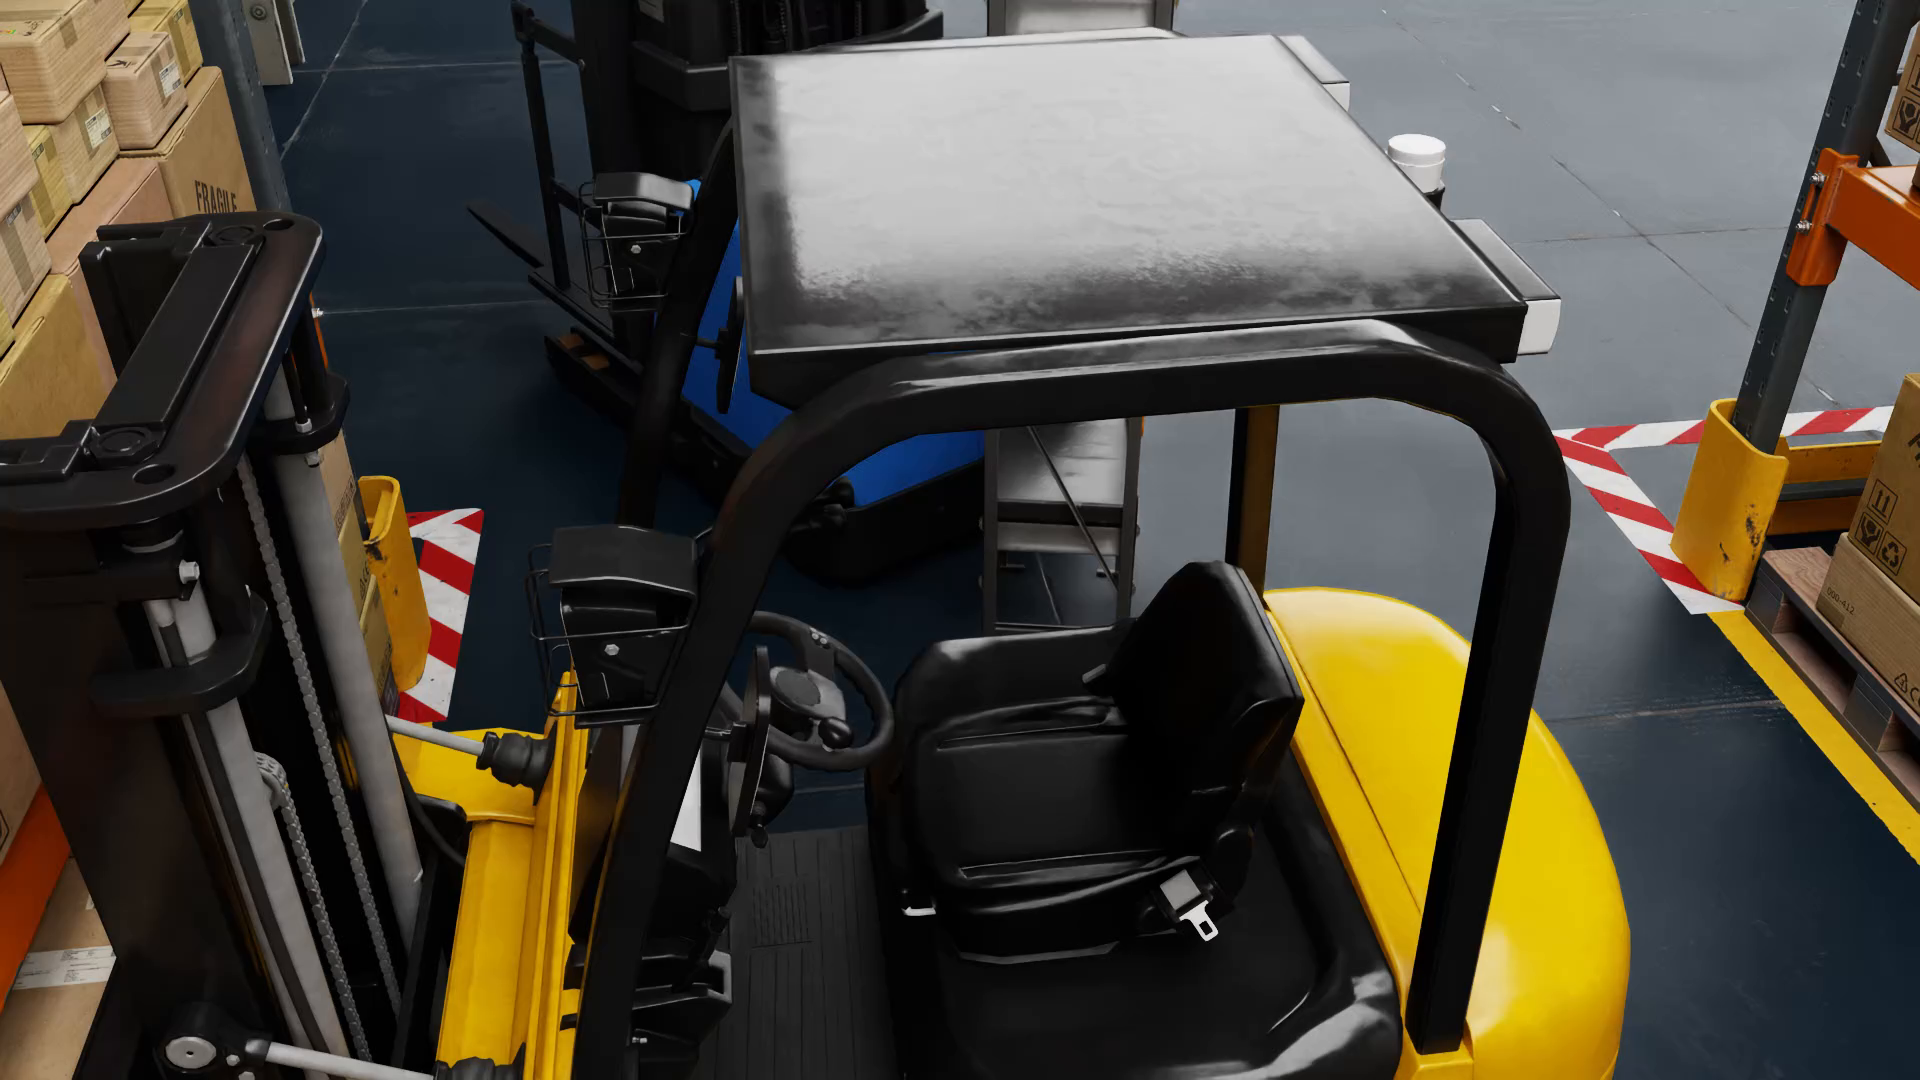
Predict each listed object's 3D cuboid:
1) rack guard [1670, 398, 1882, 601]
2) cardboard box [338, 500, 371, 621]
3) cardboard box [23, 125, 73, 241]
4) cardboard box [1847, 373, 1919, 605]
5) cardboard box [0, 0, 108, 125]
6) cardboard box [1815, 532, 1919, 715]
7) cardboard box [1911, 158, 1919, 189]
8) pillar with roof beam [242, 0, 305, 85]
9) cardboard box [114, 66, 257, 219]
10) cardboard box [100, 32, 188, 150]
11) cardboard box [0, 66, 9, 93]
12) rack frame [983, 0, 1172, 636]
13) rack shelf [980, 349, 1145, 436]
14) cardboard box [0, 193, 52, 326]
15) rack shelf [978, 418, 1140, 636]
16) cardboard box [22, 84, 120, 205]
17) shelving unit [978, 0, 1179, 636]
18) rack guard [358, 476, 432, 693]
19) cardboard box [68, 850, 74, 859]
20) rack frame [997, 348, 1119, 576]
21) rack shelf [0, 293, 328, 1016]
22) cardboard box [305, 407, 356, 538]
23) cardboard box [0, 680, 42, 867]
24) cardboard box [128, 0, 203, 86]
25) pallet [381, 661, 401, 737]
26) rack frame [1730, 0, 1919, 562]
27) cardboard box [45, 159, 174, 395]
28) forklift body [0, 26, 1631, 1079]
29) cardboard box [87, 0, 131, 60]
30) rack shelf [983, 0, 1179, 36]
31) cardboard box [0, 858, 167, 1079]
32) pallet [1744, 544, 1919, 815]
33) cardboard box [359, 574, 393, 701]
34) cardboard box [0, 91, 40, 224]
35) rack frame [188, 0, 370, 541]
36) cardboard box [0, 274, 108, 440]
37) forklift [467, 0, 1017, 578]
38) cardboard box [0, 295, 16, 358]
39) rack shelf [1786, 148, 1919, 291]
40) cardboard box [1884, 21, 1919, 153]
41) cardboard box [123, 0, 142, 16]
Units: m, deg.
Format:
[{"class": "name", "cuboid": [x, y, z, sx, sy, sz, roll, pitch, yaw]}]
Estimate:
[{"class": "rack guard", "cuboid": [2.822, -0.159, 5.039, 1.175, 0.500, 0.348, -4, 35, -6]}, {"class": "cardboard box", "cuboid": [-1.731, 0.148, 3.994, 0.500, 0.250, 0.500, -5, 35, -7]}, {"class": "cardboard box", "cuboid": [-1.722, -0.564, 2.749, 0.380, 0.149, 0.250, -5, 35, -7]}, {"class": "cardboard box", "cuboid": [2.650, -0.097, 4.131, 0.500, 0.500, 0.500, -5, 35, -8]}, {"class": "cardboard box", "cuboid": [-1.723, -0.825, 2.868, 0.380, 0.149, 0.250, -4, 34, -5]}, {"class": "cardboard box", "cuboid": [2.646, 0.200, 4.362, 0.500, 0.250, 0.500, -5, 35, -7]}, {"class": "cardboard box", "cuboid": [2.653, -0.925, 4.167, 0.380, 0.149, 0.250, -4, 35, -6]}, {"class": "pillar with roof beam", "cuboid": [0.553, -6.552, 6.874, 9.100, 9.000, 0.400, -4, 35, -6]}, {"class": "cardboard box", "cuboid": [-1.780, -0.643, 3.440, 0.500, 0.500, 0.500, -5, 35, -7]}, {"class": "cardboard box", "cuboid": [-1.718, -0.853, 3.173, 0.380, 0.149, 0.250, -4, 34, -6]}, {"class": "cardboard box", "cuboid": [-1.763, -0.681, 2.656, 0.380, 0.149, 0.250, -4, 34, -6]}, {"class": "rack frame", "cuboid": [0.264, -0.498, 4.117, 0.400, 2.100, 0.015, 3, 34, 4]}, {"class": "rack shelf", "cuboid": [0.287, -0.624, 4.325, 0.431, 0.518, 0.480, 3, 34, 4]}, {"class": "cardboard box", "cuboid": [-1.639, -0.419, 2.536, 0.380, 0.149, 0.250, -5, 35, -8]}, {"class": "rack shelf", "cuboid": [0.287, -0.045, 4.719, 0.431, 0.518, 0.480, 3, 34, 4]}, {"class": "cardboard box", "cuboid": [-1.744, -0.703, 2.954, 0.380, 0.149, 0.250, -4, 34, -5]}, {"class": "shelving unit", "cuboid": [0.287, -0.635, 4.317, 0.431, 2.100, 0.503, 3, 34, 4]}, {"class": "rack guard", "cuboid": [-2.109, 0.164, 4.566, 1.175, 0.500, 0.348, -4, 35, -6]}, {"class": "cardboard box", "cuboid": [-1.583, 0.492, 3.045, 0.500, 0.250, 0.500, -4, 34, -6]}, {"class": "rack frame", "cuboid": [0.309, -0.772, 4.518, 0.400, 2.100, 0.015, 3, 34, 4]}, {"class": "rack shelf", "cuboid": [-1.837, 0.557, 2.407, 1.077, 0.370, 4.000, -4, 35, -6]}, {"class": "cardboard box", "cuboid": [-1.735, -0.073, 3.874, 0.500, 0.250, 0.500, -3, 34, -5]}, {"class": "cardboard box", "cuboid": [-1.571, 0.213, 2.185, 0.500, 0.500, 0.500, -4, 34, -6]}, {"class": "cardboard box", "cuboid": [-1.782, -0.993, 3.379, 0.380, 0.149, 0.250, -4, 34, -6]}, {"class": "pallet", "cuboid": [-1.962, 0.720, 4.006, 1.003, 0.211, 1.213, -4, 35, -6]}, {"class": "rack frame", "cuboid": [2.812, -1.234, 4.397, 1.000, 3.000, 0.127, -4, 35, -6]}, {"class": "cardboard box", "cuboid": [-1.719, -0.352, 3.015, 0.500, 0.500, 0.500, -3, 34, -5]}, {"class": "forklift body", "cuboid": [-0.043, 0.415, 2.731, 2.313, 2.155, 1.214, -4, 35, -6]}, {"class": "cardboard box", "cuboid": [-1.785, -0.969, 3.079, 0.380, 0.149, 0.250, -4, 35, -6]}, {"class": "rack shelf", "cuboid": [0.287, -1.202, 3.931, 0.431, 0.518, 0.480, 3, 34, 4]}, {"class": "cardboard box", "cuboid": [-1.522, 0.776, 2.629, 0.500, 0.250, 0.500, -5, 35, -7]}, {"class": "pallet", "cuboid": [2.896, 0.417, 4.451, 1.003, 0.211, 1.213, -4, 35, -6]}, {"class": "cardboard box", "cuboid": [-1.730, 0.345, 4.149, 0.500, 0.250, 0.500, -4, 34, -6]}, {"class": "cardboard box", "cuboid": [-1.618, -0.544, 2.455, 0.380, 0.149, 0.250, -4, 34, -5]}, {"class": "rack frame", "cuboid": [-2.106, -0.856, 3.842, 1.000, 3.000, 0.127, -4, 35, -6]}, {"class": "cardboard box", "cuboid": [-1.650, -0.066, 2.595, 0.500, 0.500, 0.500, -5, 35, -7]}, {"class": "forklift", "cuboid": [-0.861, -1.867, 5.387, 1.130, 2.935, 3.031, -24, 41, -30]}, {"class": "cardboard box", "cuboid": [-1.585, -0.279, 2.331, 0.380, 0.149, 0.250, -4, 34, -6]}, {"class": "rack shelf", "cuboid": [3.081, 0.179, 2.962, 1.077, 0.370, 4.000, -4, 35, -6]}, {"class": "cardboard box", "cuboid": [2.601, -1.113, 3.866, 0.500, 0.500, 0.500, -5, 35, -7]}, {"class": "cardboard box", "cuboid": [-1.849, -1.104, 3.278, 0.380, 0.149, 0.250, -4, 35, -6]}]
